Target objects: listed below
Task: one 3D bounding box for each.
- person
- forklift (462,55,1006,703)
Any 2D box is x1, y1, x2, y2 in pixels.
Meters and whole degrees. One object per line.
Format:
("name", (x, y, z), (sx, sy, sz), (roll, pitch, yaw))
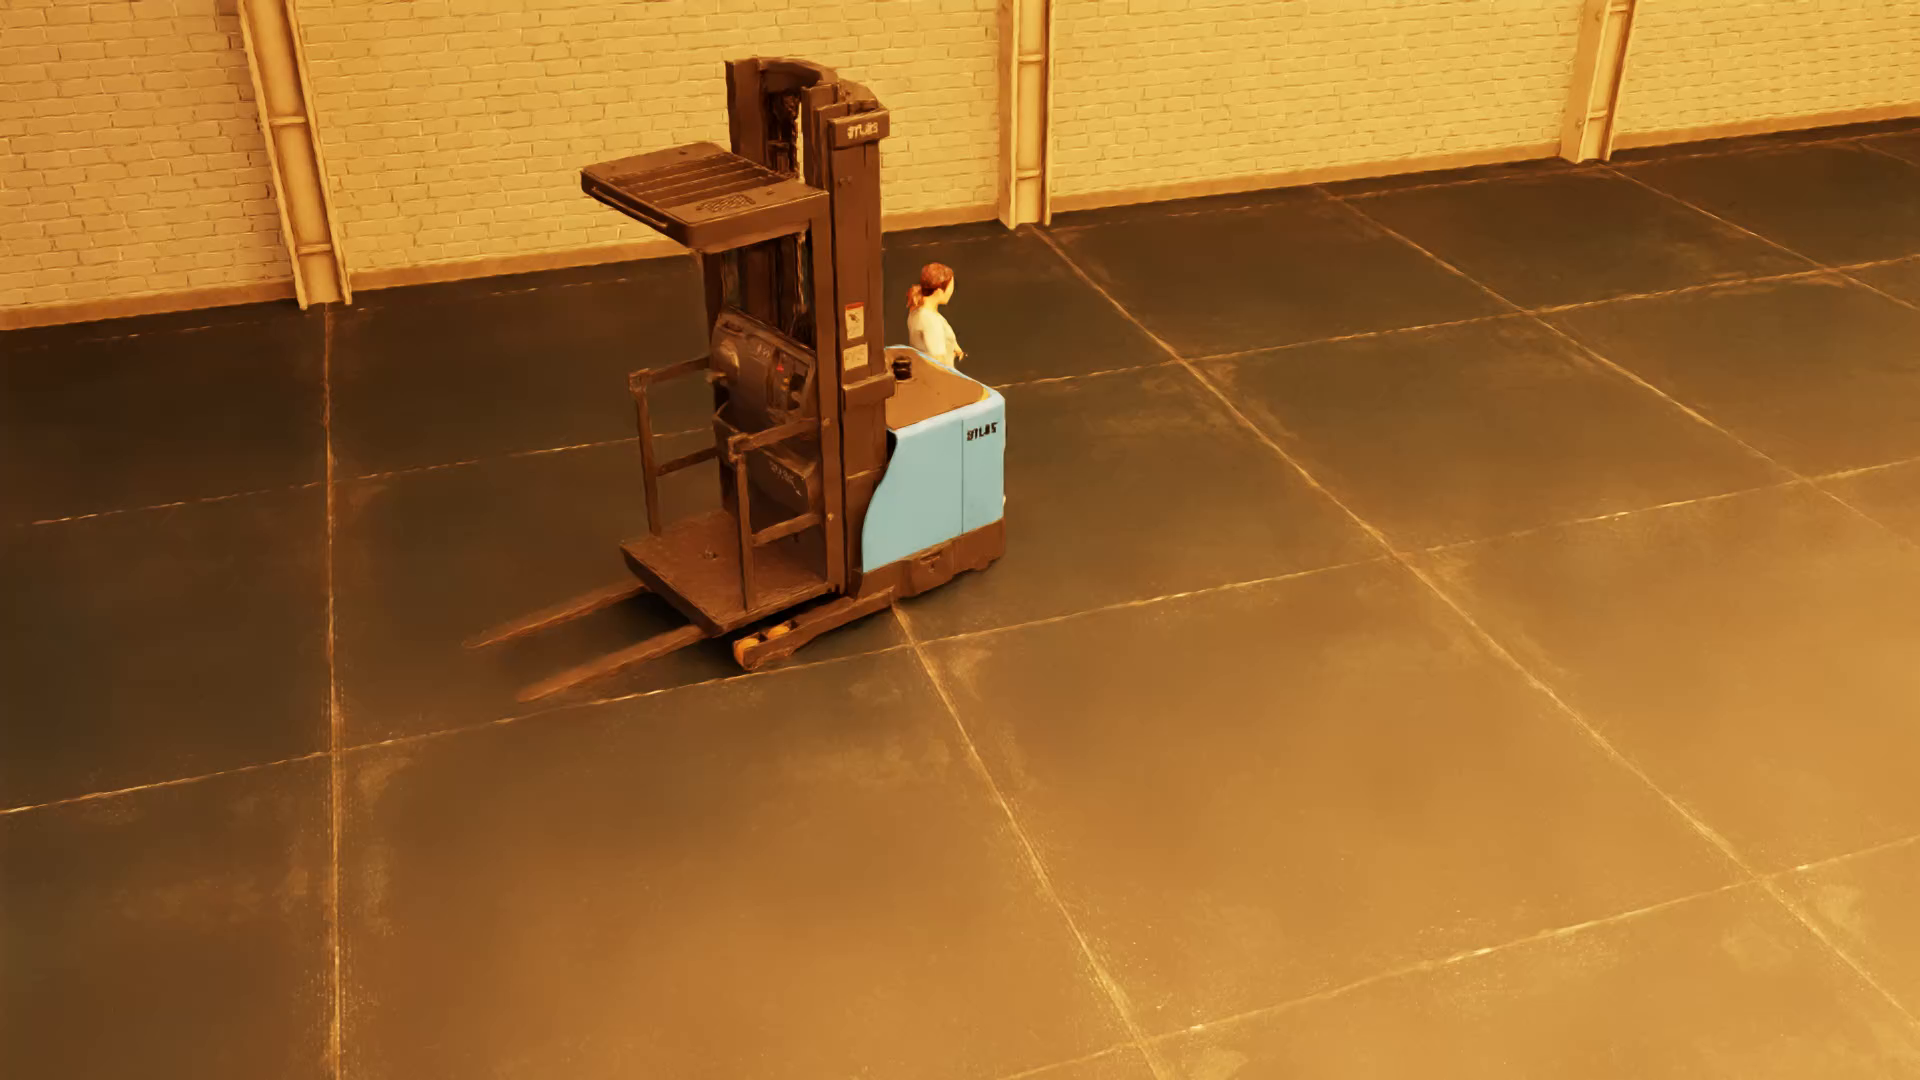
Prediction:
("person", (-0.124, -0.959, 10.194), (0.687, 1.542, 0.860), (-7, 31, -12))
("forklift", (-1.199, -0.880, 8.616), (3.031, 2.935, 1.130), (-22, 36, -33))
